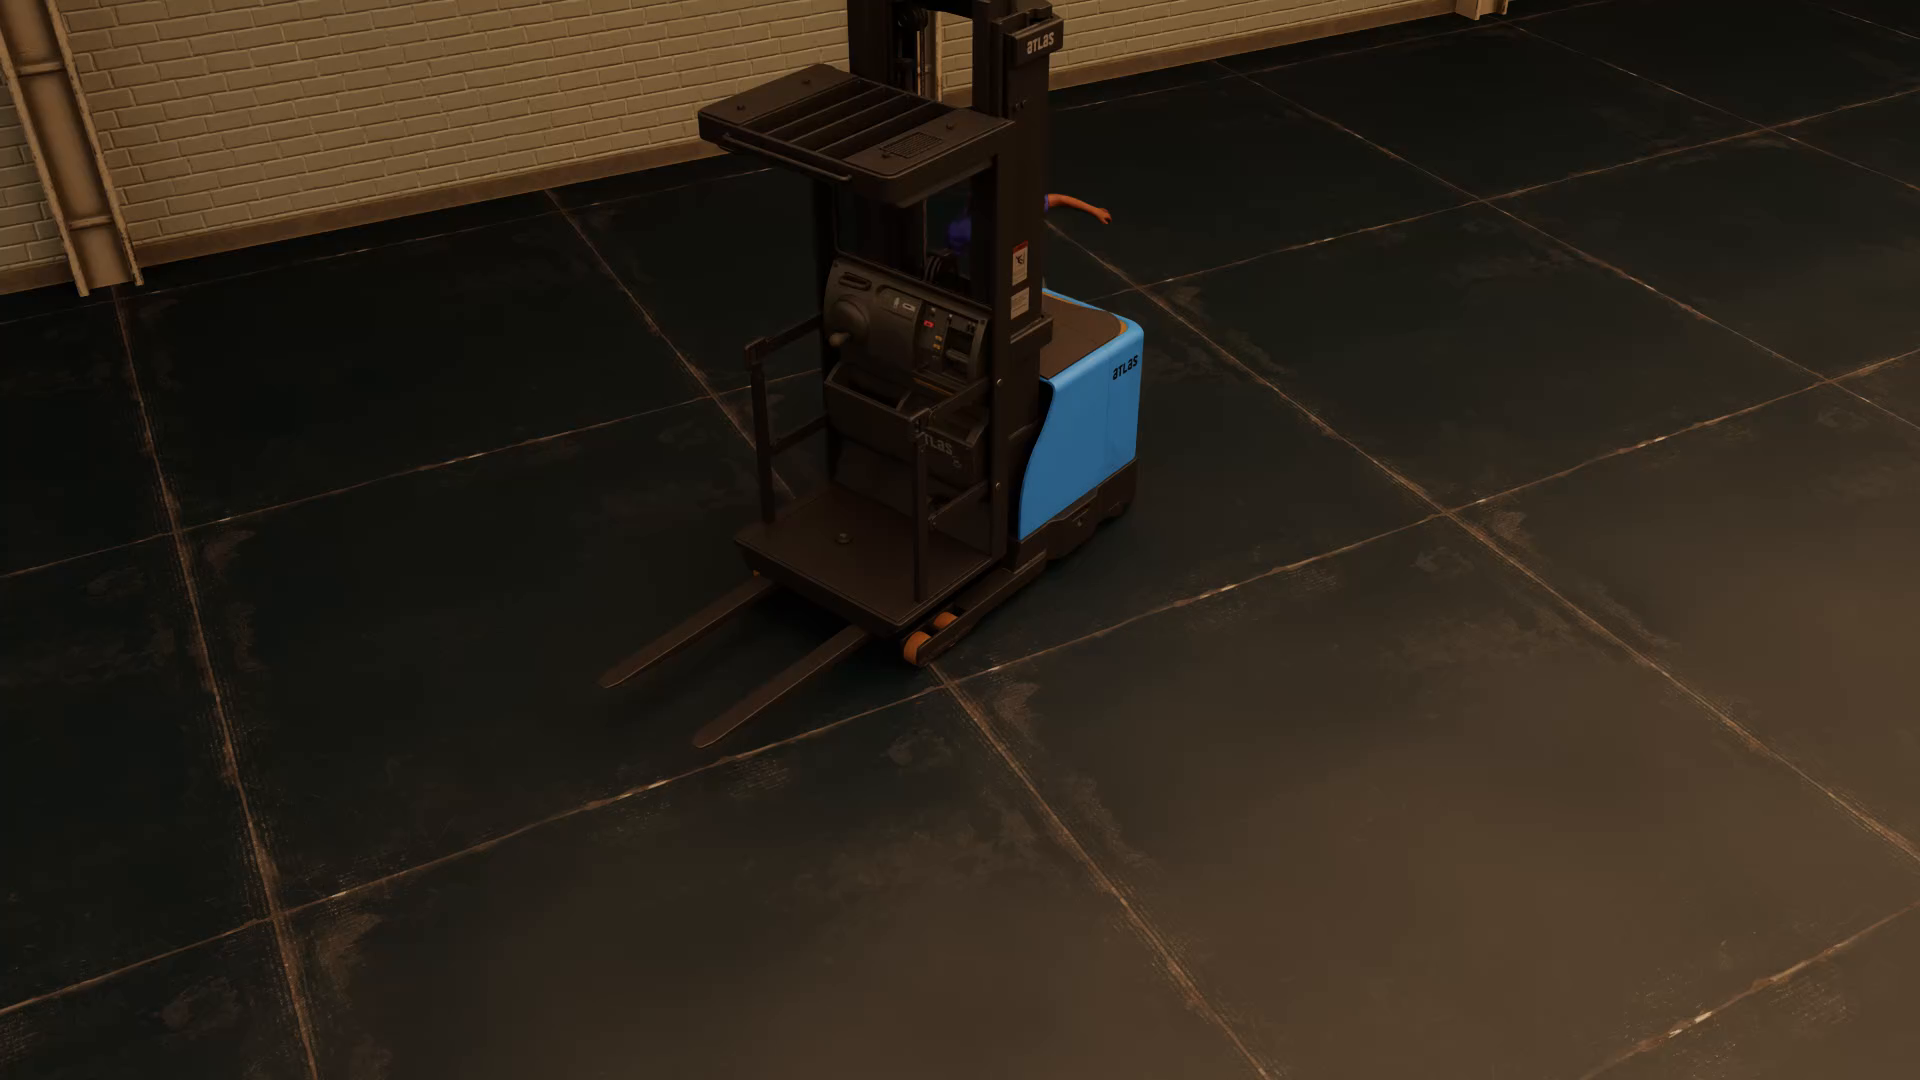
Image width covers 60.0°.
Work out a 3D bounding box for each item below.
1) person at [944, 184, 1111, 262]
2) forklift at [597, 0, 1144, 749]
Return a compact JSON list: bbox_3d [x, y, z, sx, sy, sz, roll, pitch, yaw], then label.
[{"bbox_3d":[0.306,-1.399,9.388,1.098,1.429,0.650,-1,35,-1],"label":"person"},{"bbox_3d":[-0.390,-0.927,7.434,1.130,2.935,3.031,26,43,31],"label":"forklift"}]
